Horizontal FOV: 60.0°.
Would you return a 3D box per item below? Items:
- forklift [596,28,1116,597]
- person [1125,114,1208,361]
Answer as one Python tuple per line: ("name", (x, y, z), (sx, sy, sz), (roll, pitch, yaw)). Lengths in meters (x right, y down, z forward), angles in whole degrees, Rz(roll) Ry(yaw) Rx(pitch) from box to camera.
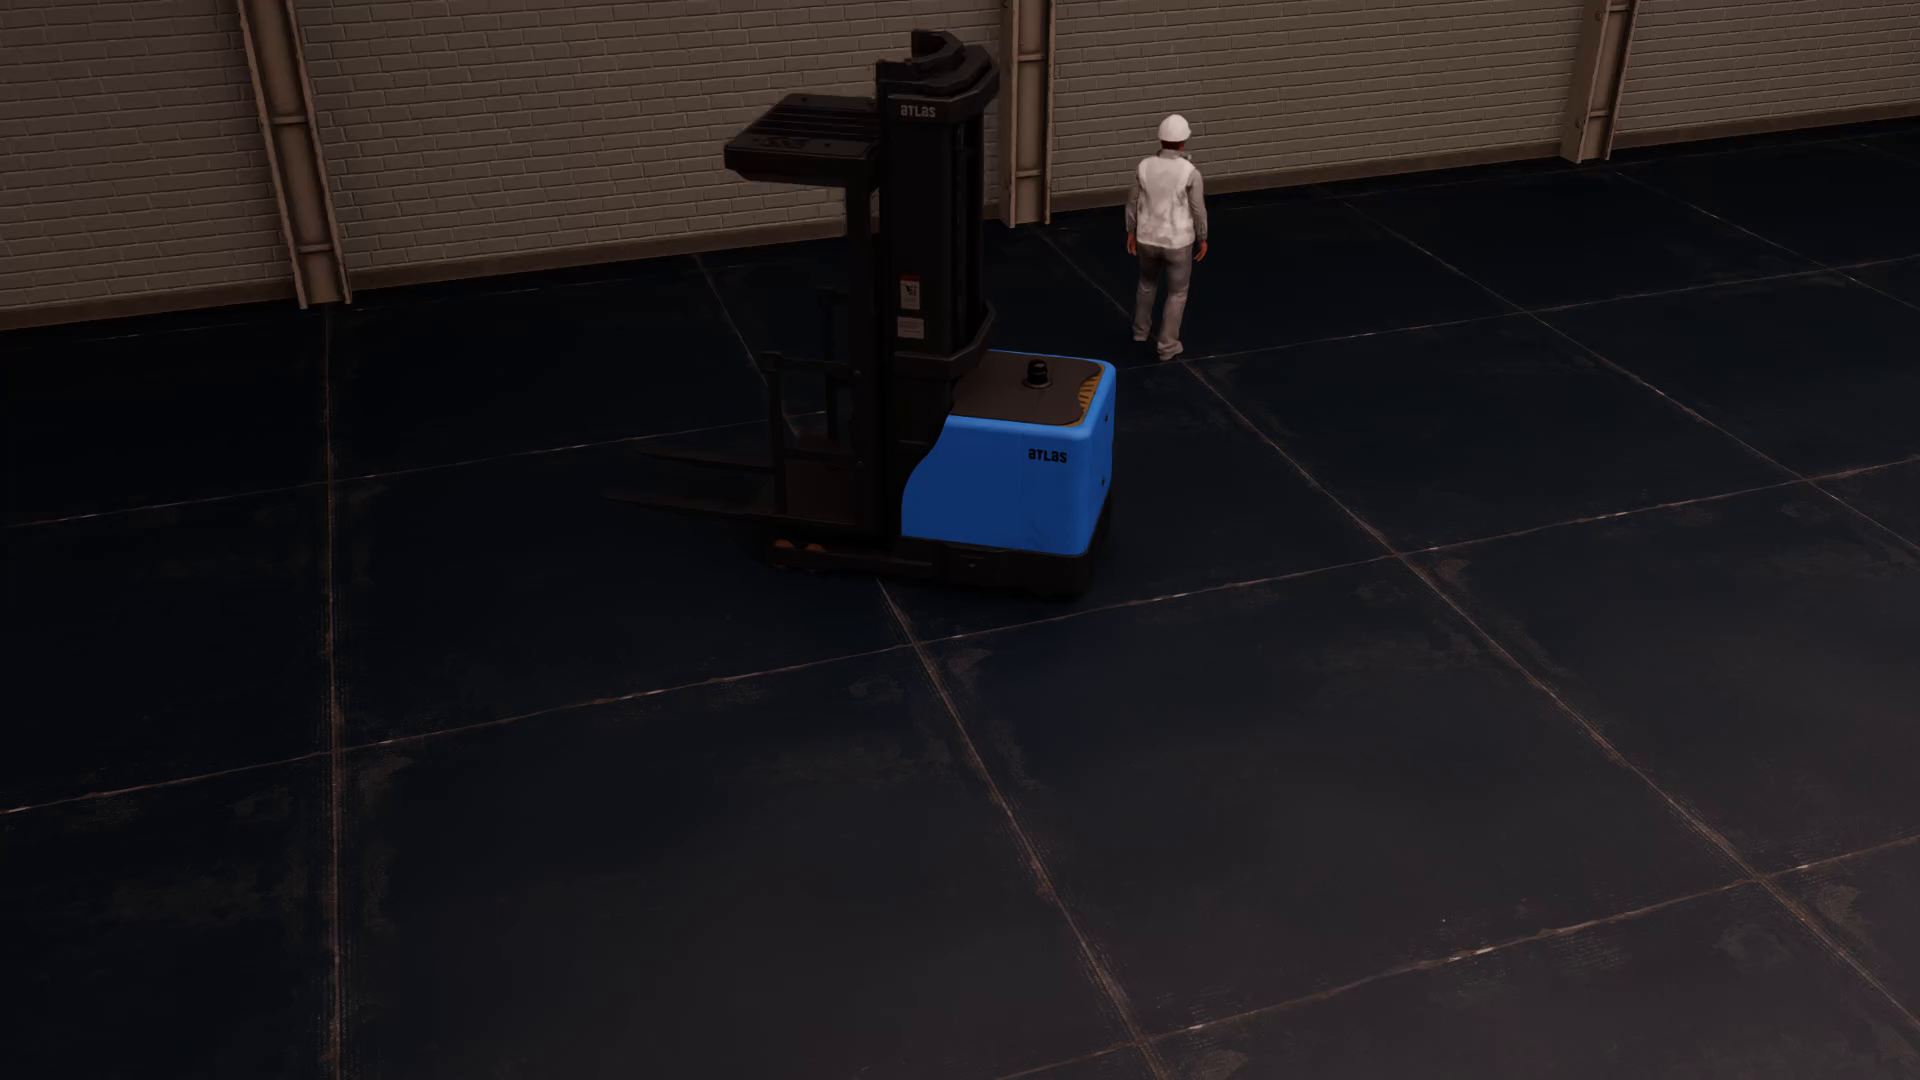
("forklift", (-0.653, -1.327, 9.394), (3.031, 2.935, 1.130), (7, 31, 12))
("person", (1.524, -2.207, 12.130), (0.613, 1.797, 0.520), (16, 33, 25))
